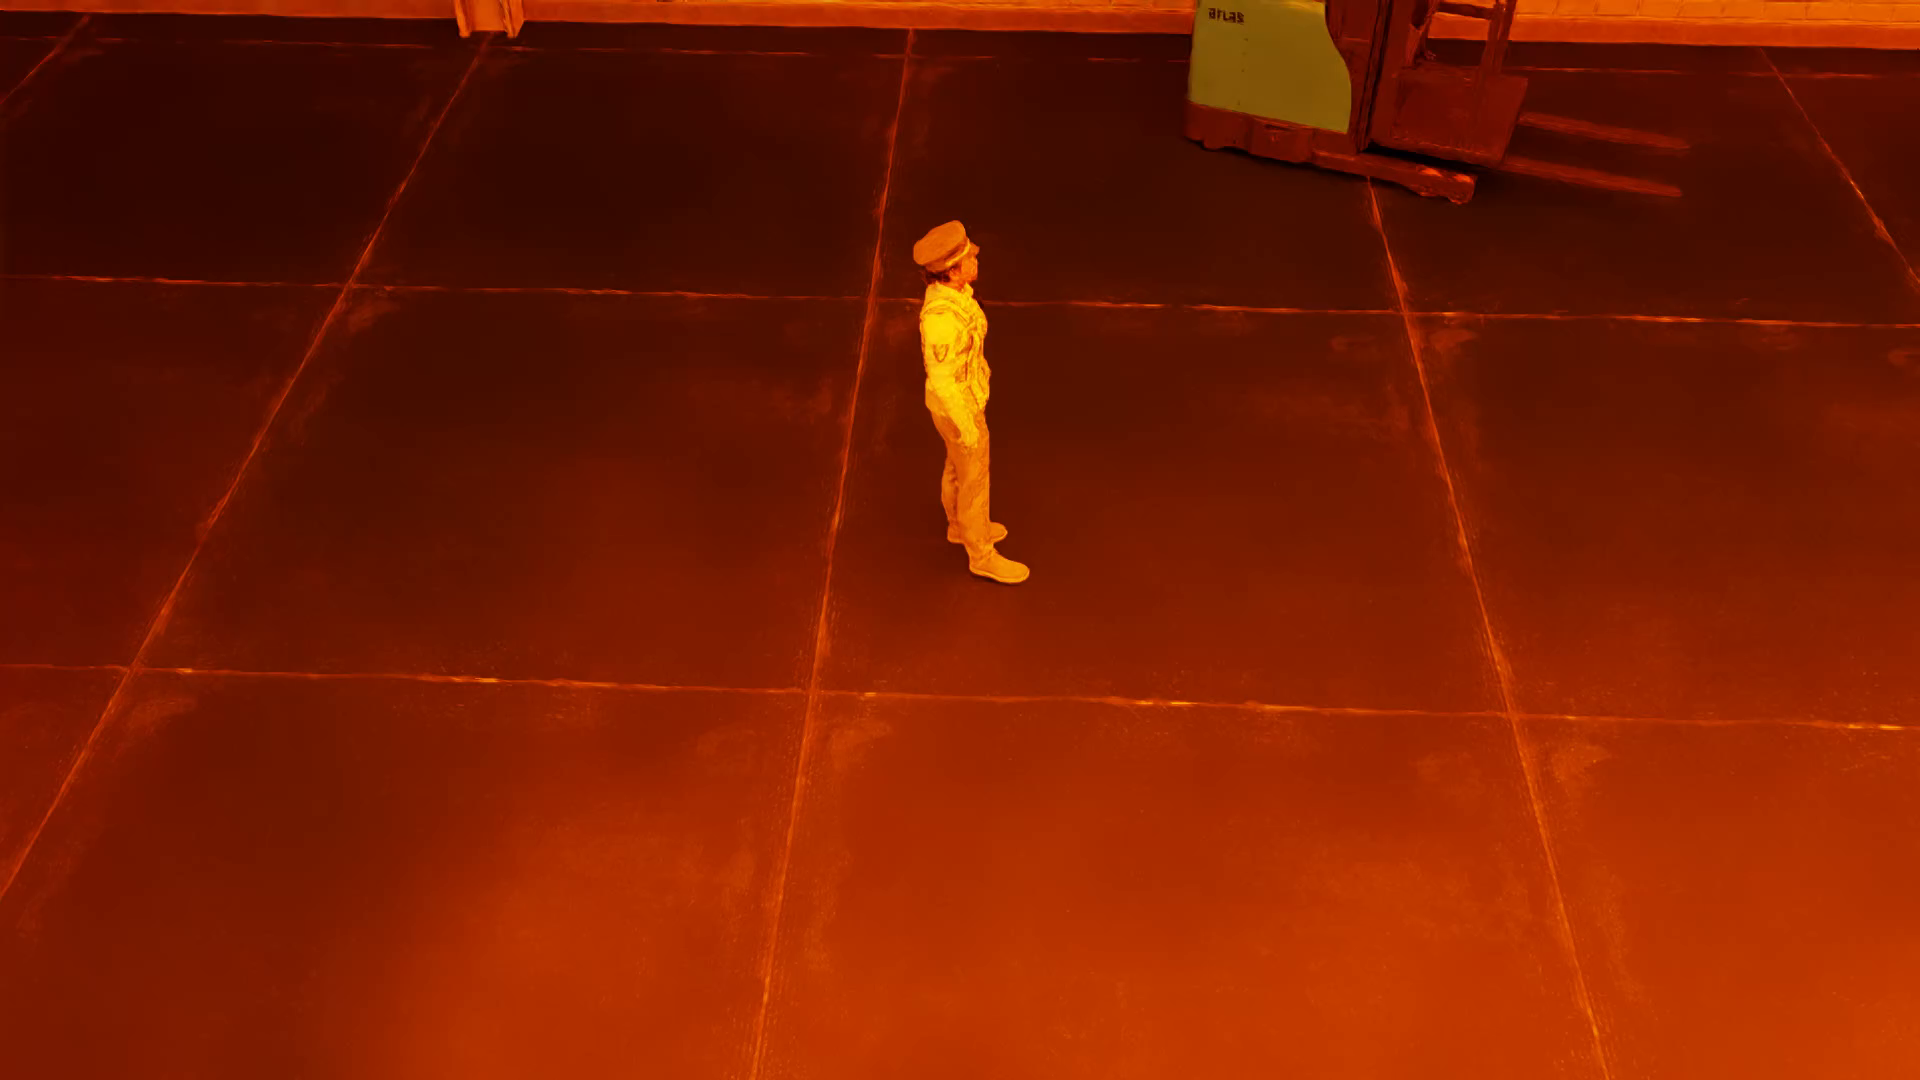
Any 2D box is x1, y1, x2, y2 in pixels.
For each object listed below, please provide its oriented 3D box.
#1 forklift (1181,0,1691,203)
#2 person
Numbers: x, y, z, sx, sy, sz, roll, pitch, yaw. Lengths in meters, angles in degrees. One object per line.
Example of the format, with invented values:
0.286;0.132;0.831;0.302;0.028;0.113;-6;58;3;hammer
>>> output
2.986;-3.550;9.631;3.031;2.935;1.130;16;45;16;forklift
0.067;-0.622;7.330;0.533;1.695;0.579;2;42;2;person
